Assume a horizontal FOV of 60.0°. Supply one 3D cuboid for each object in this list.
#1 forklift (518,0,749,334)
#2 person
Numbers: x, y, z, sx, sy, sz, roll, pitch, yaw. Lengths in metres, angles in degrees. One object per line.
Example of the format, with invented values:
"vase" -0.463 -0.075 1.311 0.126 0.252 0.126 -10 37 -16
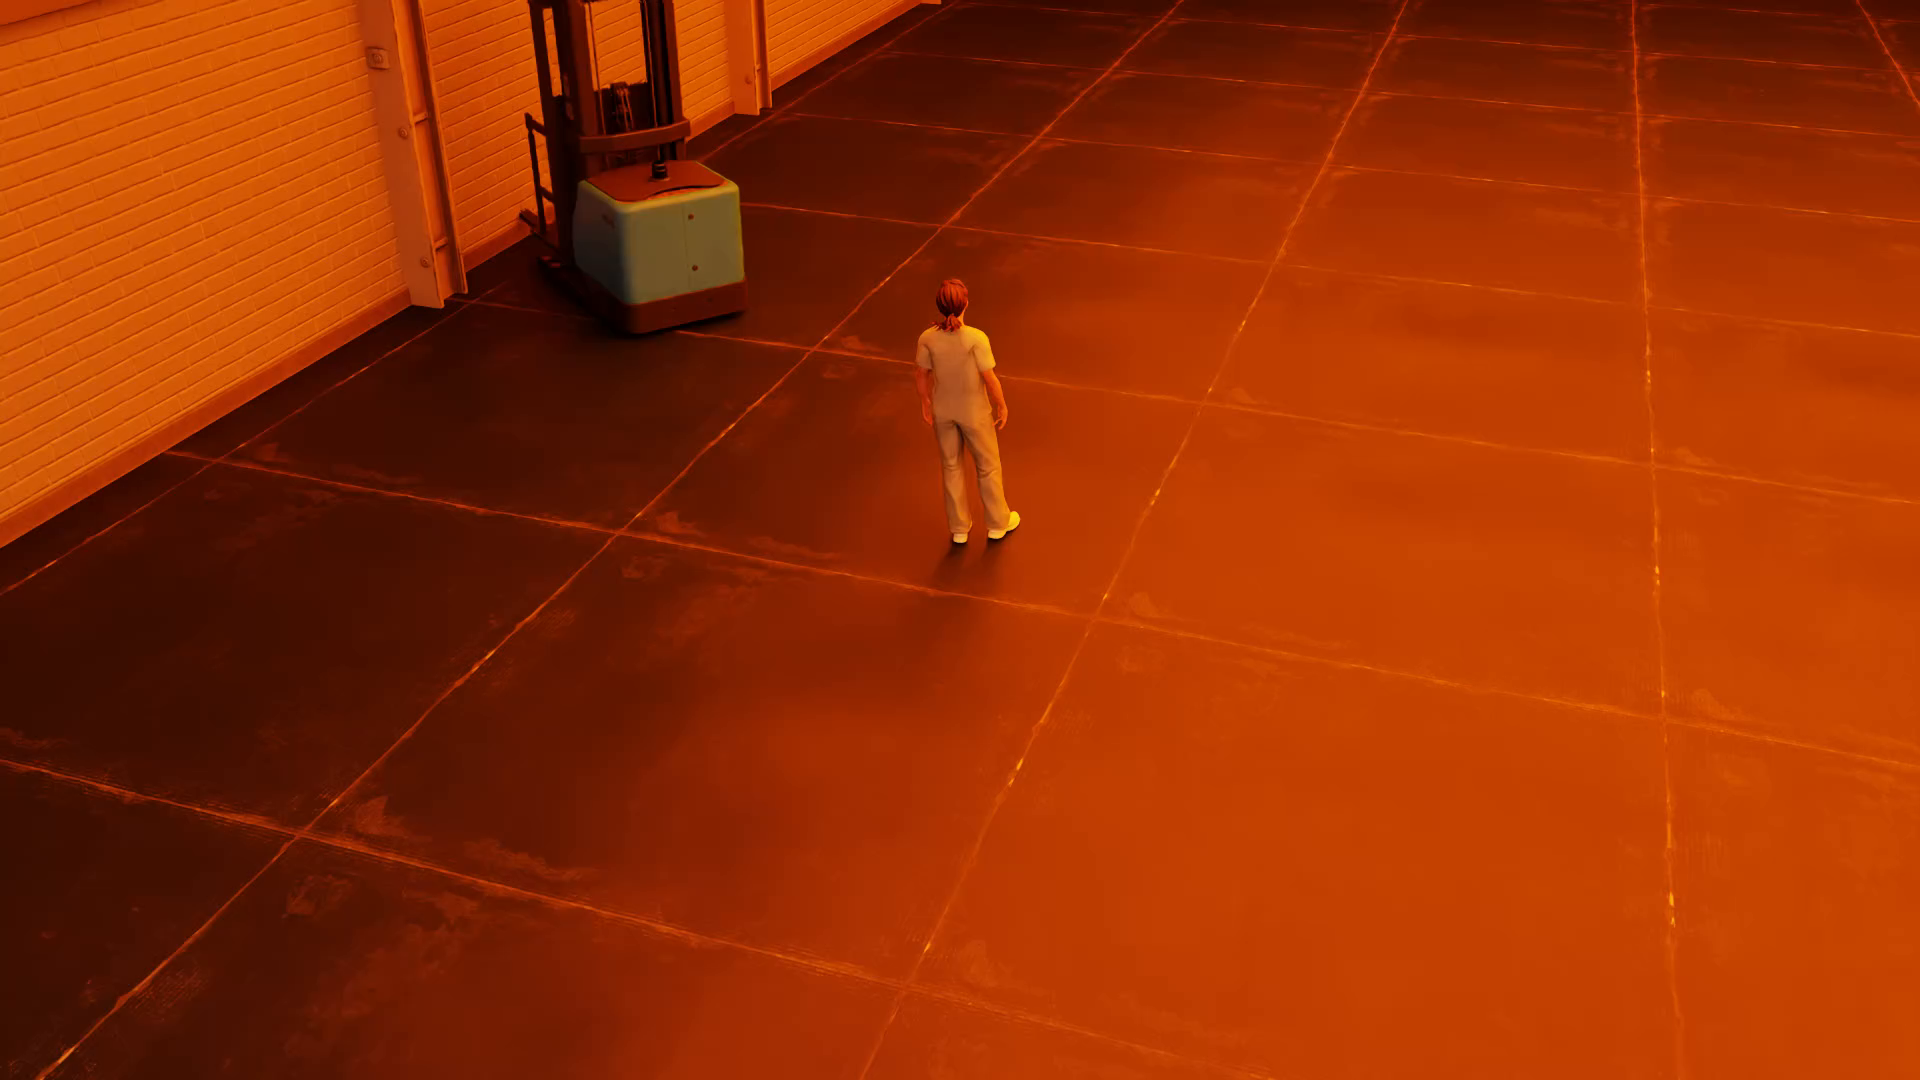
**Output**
"forklift" -2.904 -3.534 13.336 1.130 2.935 3.031 -18 34 -28
"person" 0.037 -0.767 9.735 0.549 1.673 0.548 10 31 16
